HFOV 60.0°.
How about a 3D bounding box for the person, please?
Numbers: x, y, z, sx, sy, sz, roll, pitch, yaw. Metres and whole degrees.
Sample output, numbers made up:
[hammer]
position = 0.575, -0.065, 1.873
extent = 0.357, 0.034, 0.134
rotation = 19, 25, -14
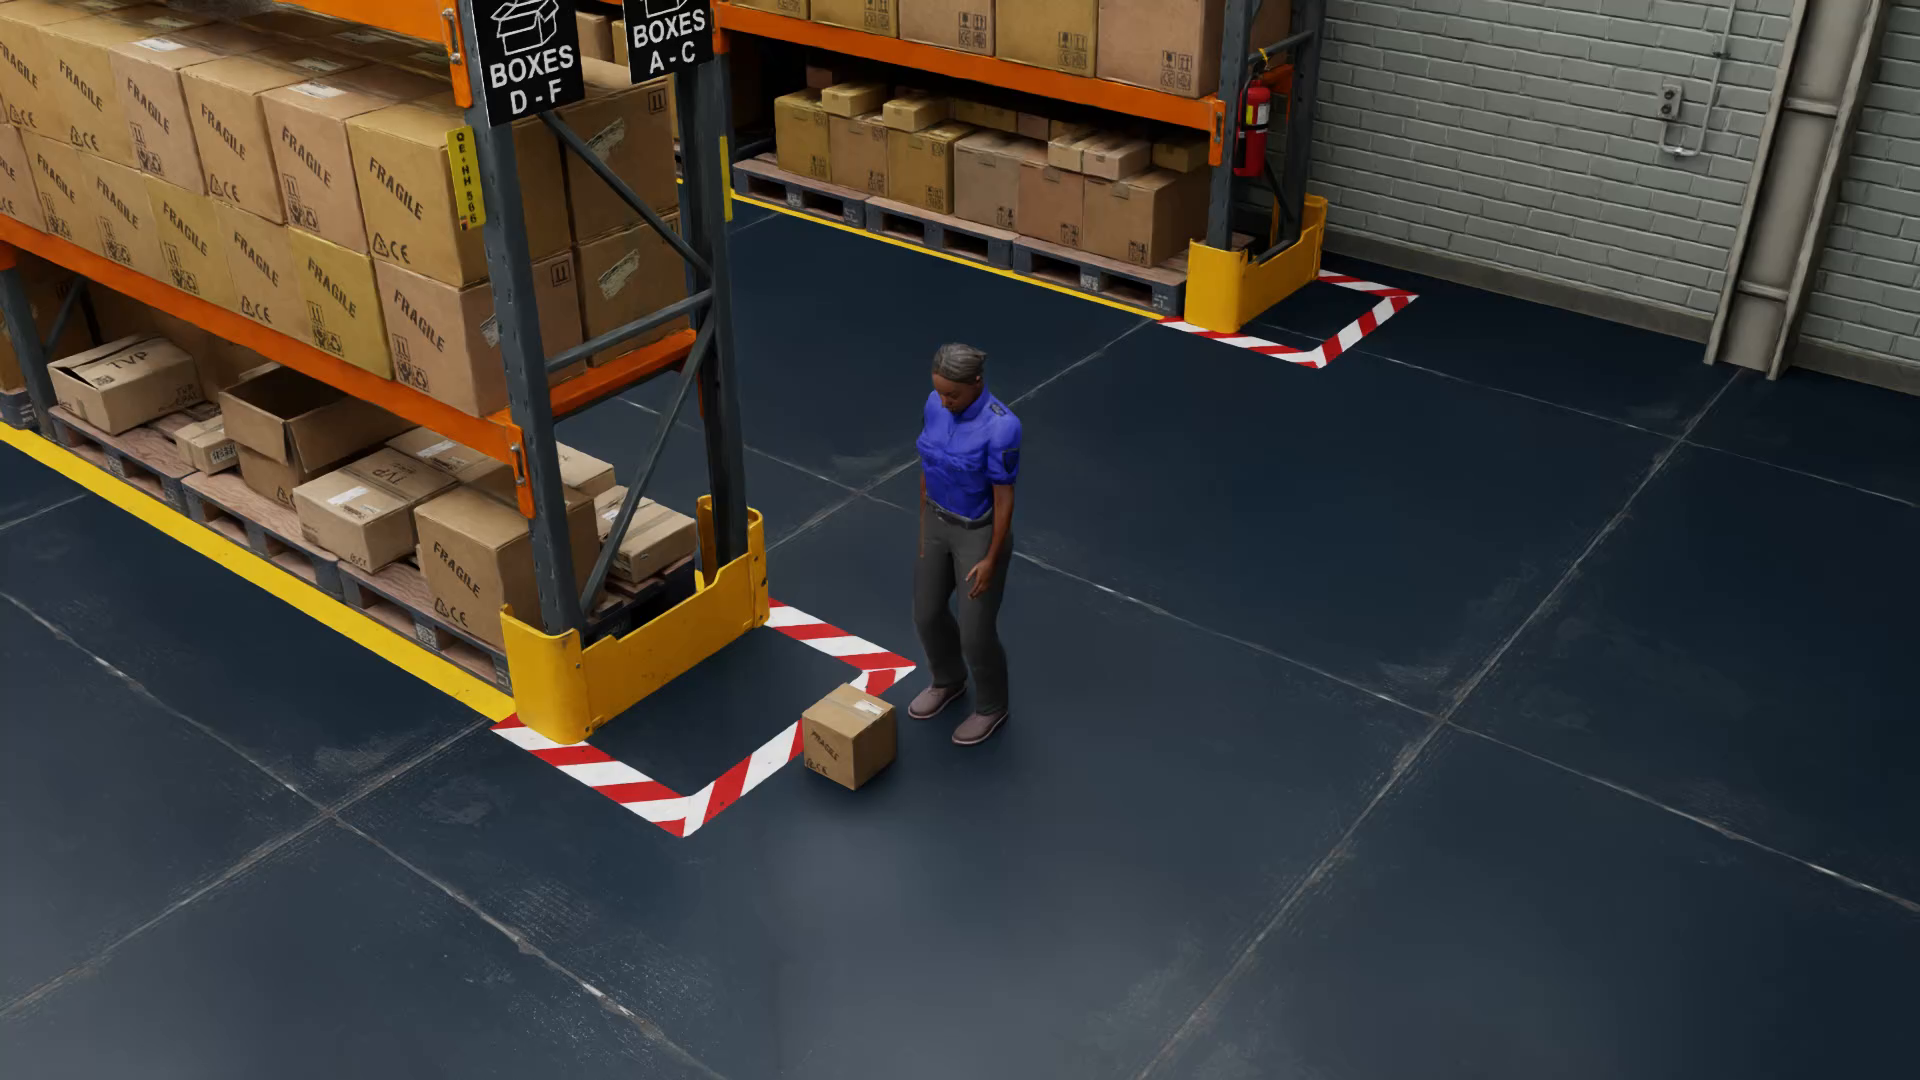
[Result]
[person]
position = 0.024, 0.007, 6.159
extent = 0.446, 1.637, 0.330
rotation = 27, 40, 37
